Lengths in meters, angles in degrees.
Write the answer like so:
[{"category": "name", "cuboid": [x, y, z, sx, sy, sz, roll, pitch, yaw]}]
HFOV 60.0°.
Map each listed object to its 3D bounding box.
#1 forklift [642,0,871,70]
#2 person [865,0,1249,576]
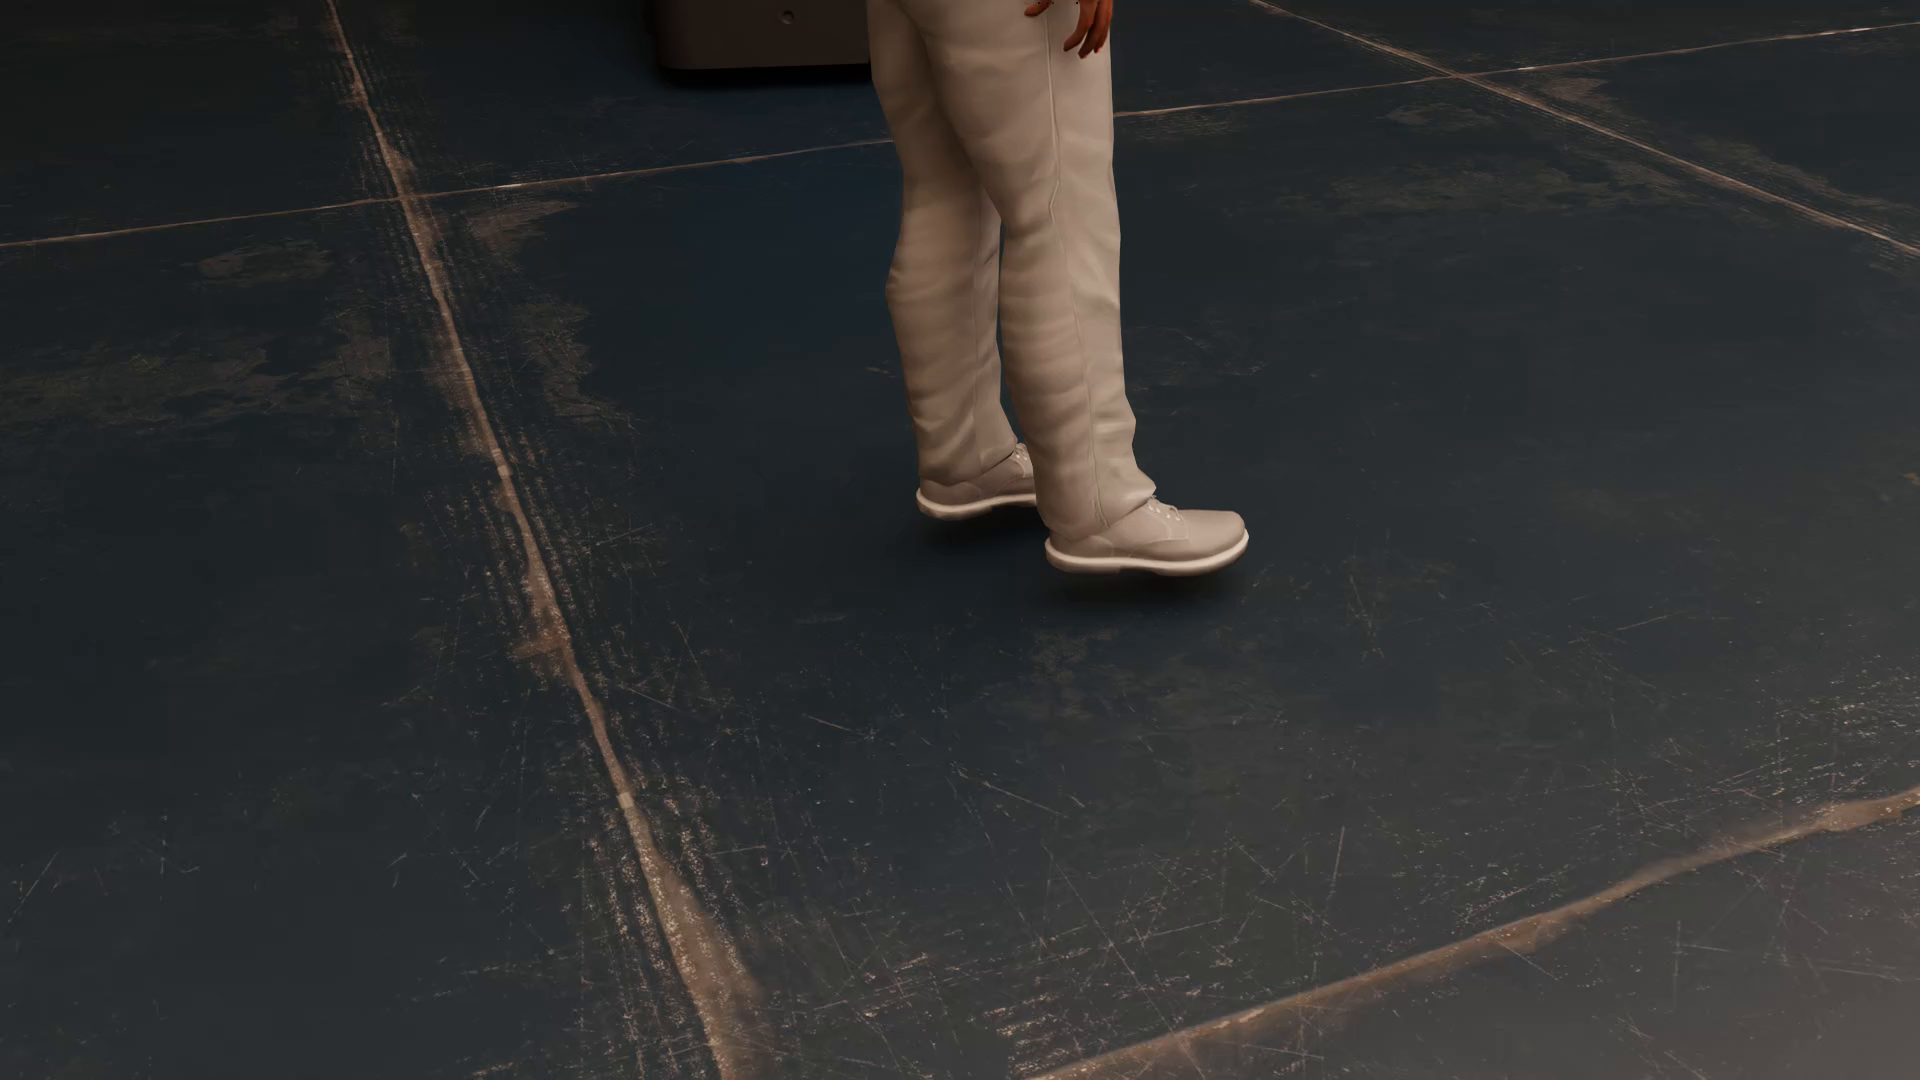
[{"category": "forklift", "cuboid": [-0.552, -3.303, 5.337, 1.130, 2.935, 3.031, -4, 30, -7]}, {"category": "person", "cuboid": [0.077, -0.783, 2.066, 0.528, 1.697, 0.570, -11, 32, -19]}]
